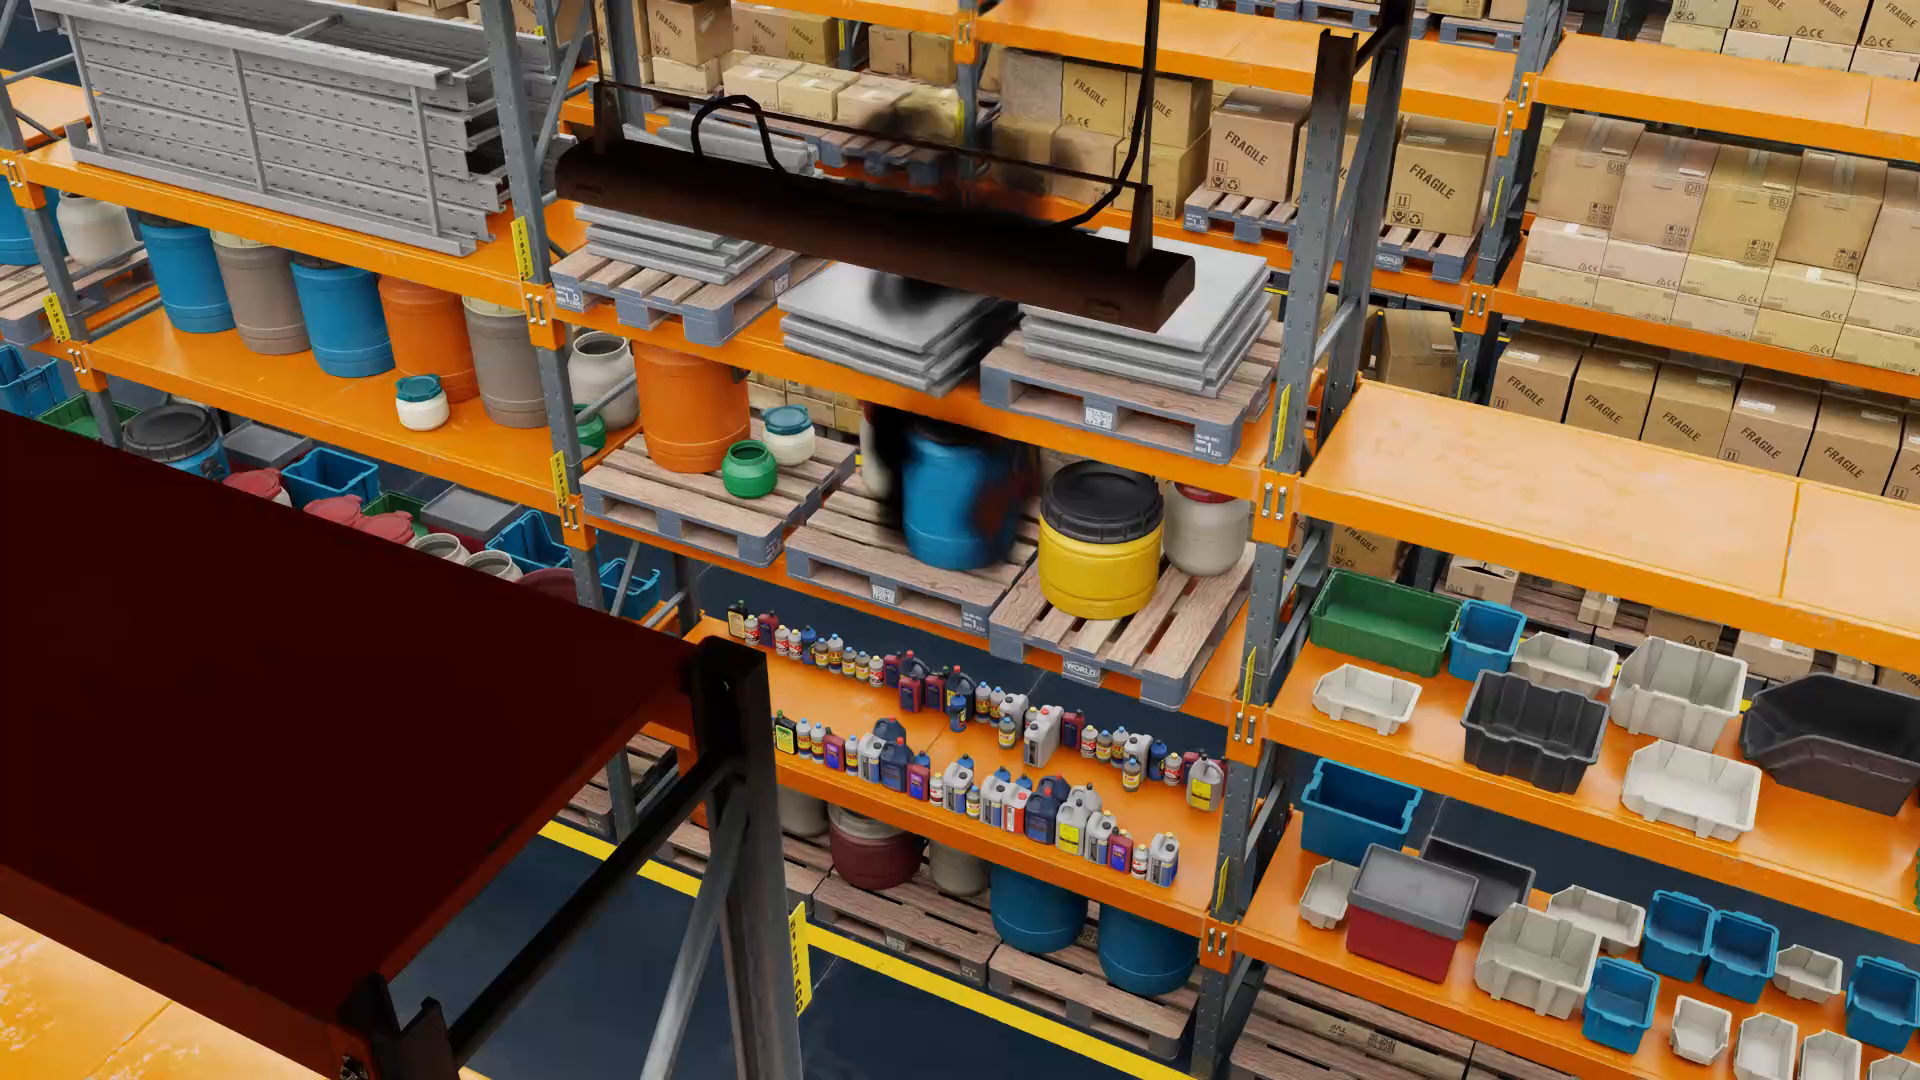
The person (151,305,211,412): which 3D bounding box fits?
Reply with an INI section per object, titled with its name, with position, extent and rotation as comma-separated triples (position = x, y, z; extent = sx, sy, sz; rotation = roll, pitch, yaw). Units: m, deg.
[person]
position = -6.541, -1.218, 14.084
extent = 0.700, 1.801, 0.636
rotation = 10, 36, 13
